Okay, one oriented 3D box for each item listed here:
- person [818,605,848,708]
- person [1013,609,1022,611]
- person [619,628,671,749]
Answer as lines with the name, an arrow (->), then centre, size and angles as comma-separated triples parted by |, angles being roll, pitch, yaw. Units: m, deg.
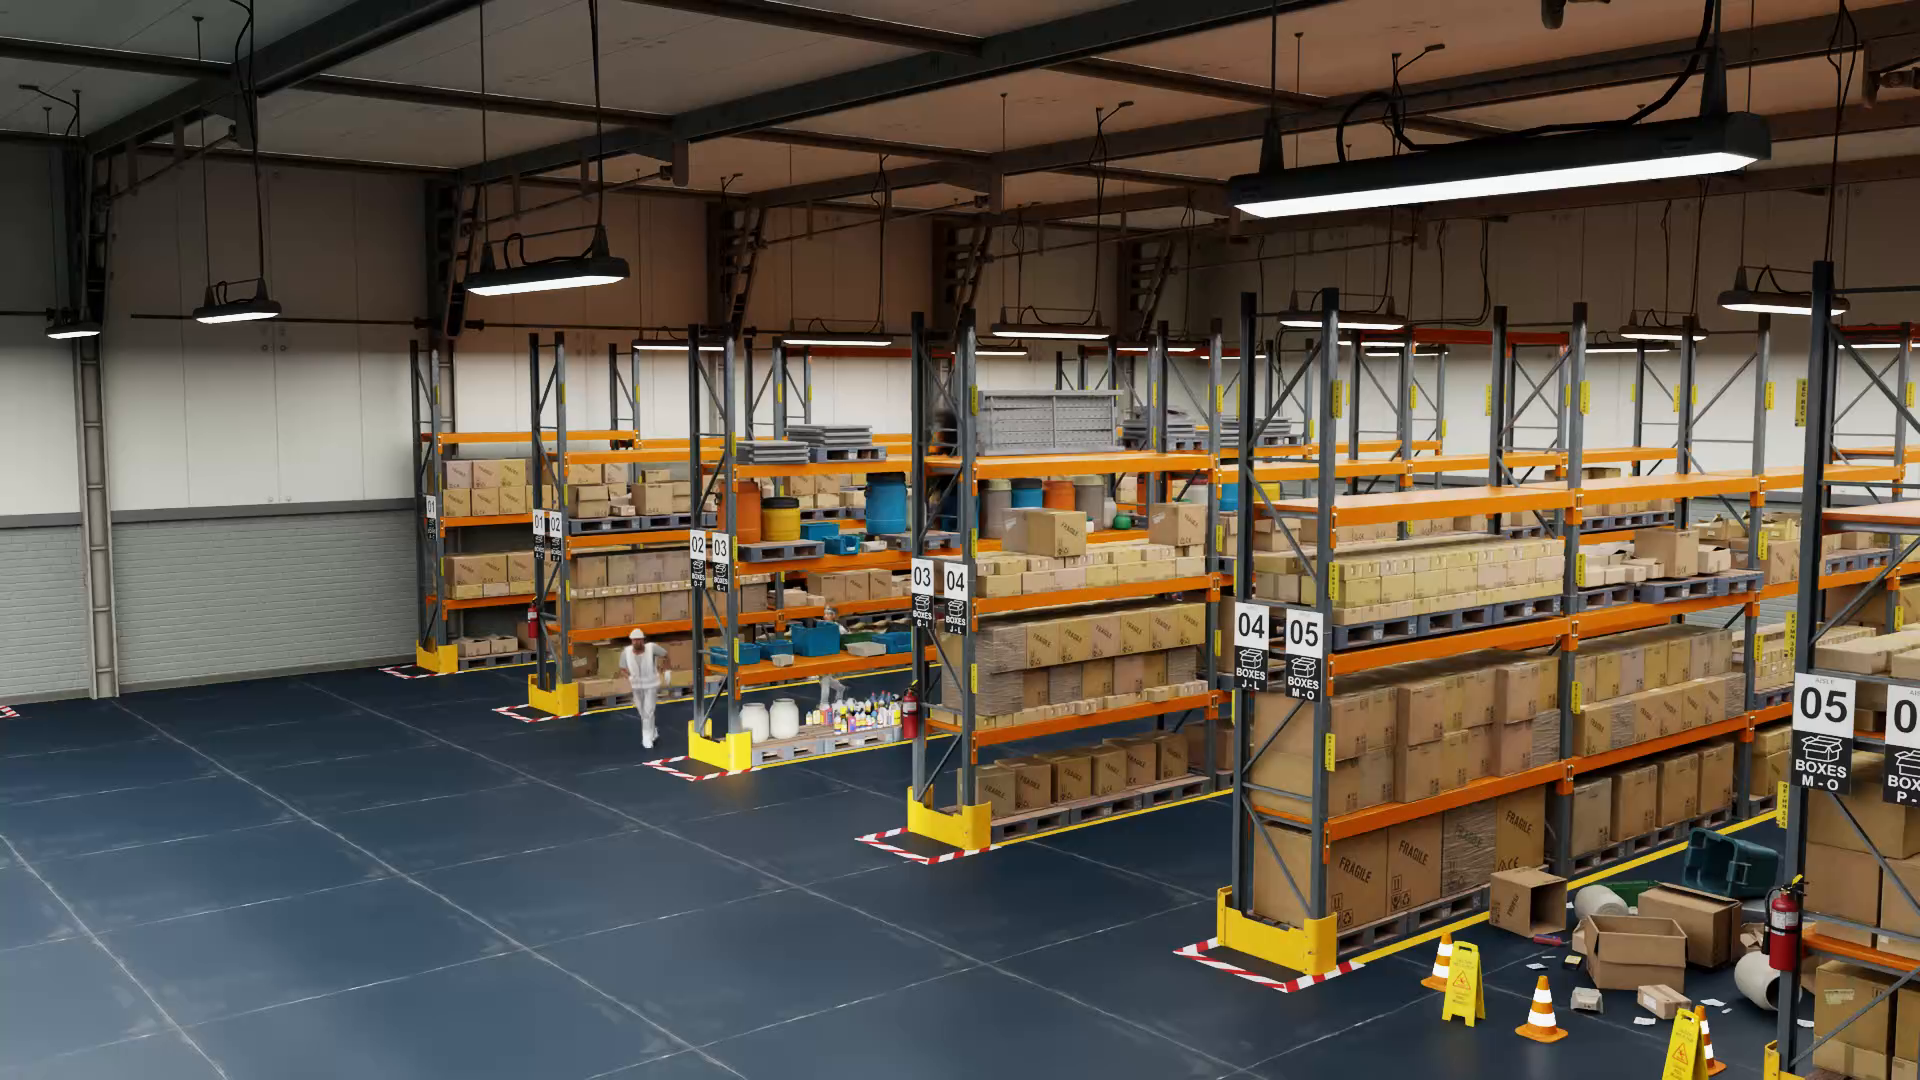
person -> -2.083, 1.867, 26.539 | 0.619, 1.666, 0.830 | 4, 7, 36
person -> 0.973, 1.637, 28.785 | 0.659, 1.734, 0.680 | -3, 6, -30
person -> -4.501, 2.105, 23.825 | 0.658, 1.744, 0.791 | 1, 5, 13
